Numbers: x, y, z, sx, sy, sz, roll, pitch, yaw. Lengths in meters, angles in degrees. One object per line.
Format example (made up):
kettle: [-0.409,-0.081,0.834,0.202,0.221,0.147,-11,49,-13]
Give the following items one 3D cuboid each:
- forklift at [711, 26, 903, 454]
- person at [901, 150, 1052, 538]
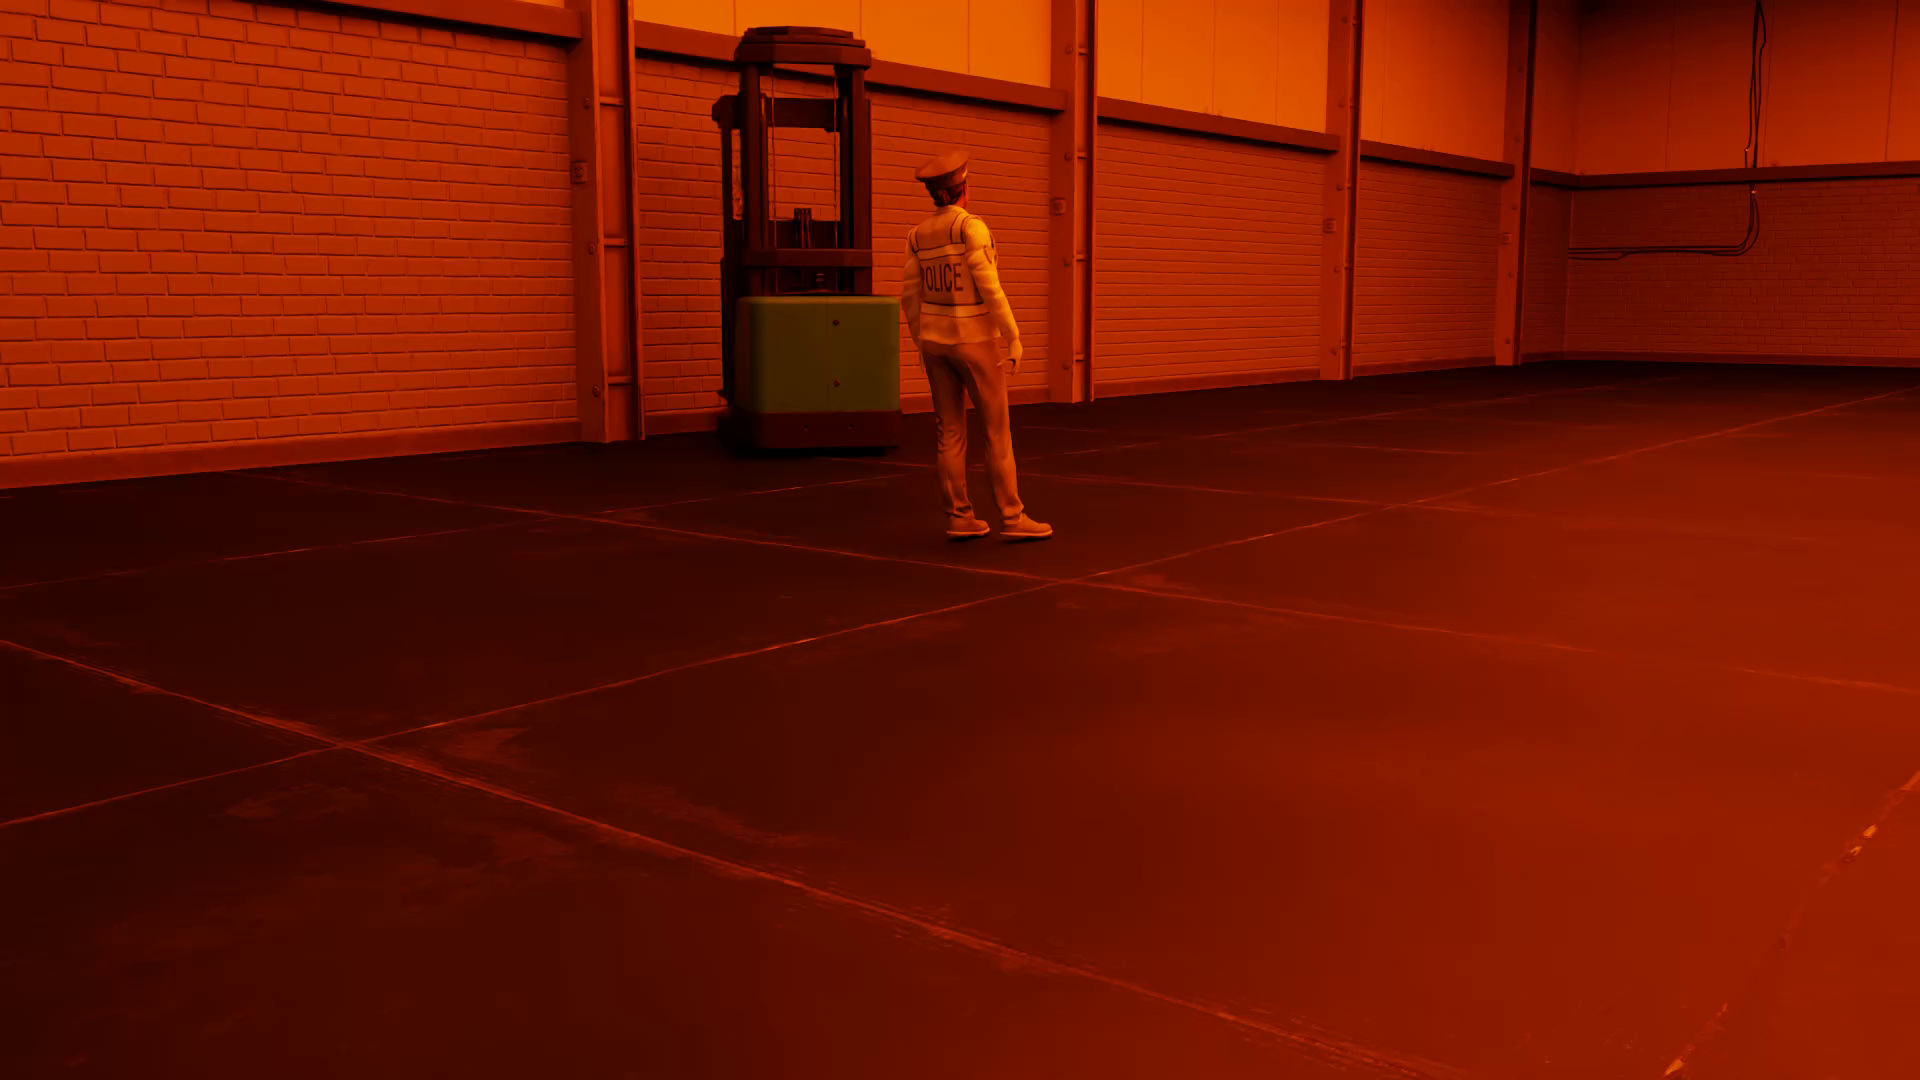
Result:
forklift: [-1.246,-2.215,12.416,1.130,2.935,3.031,-2,9,-14]
person: [0.049,-0.853,7.330,0.586,1.694,0.530,7,11,38]
